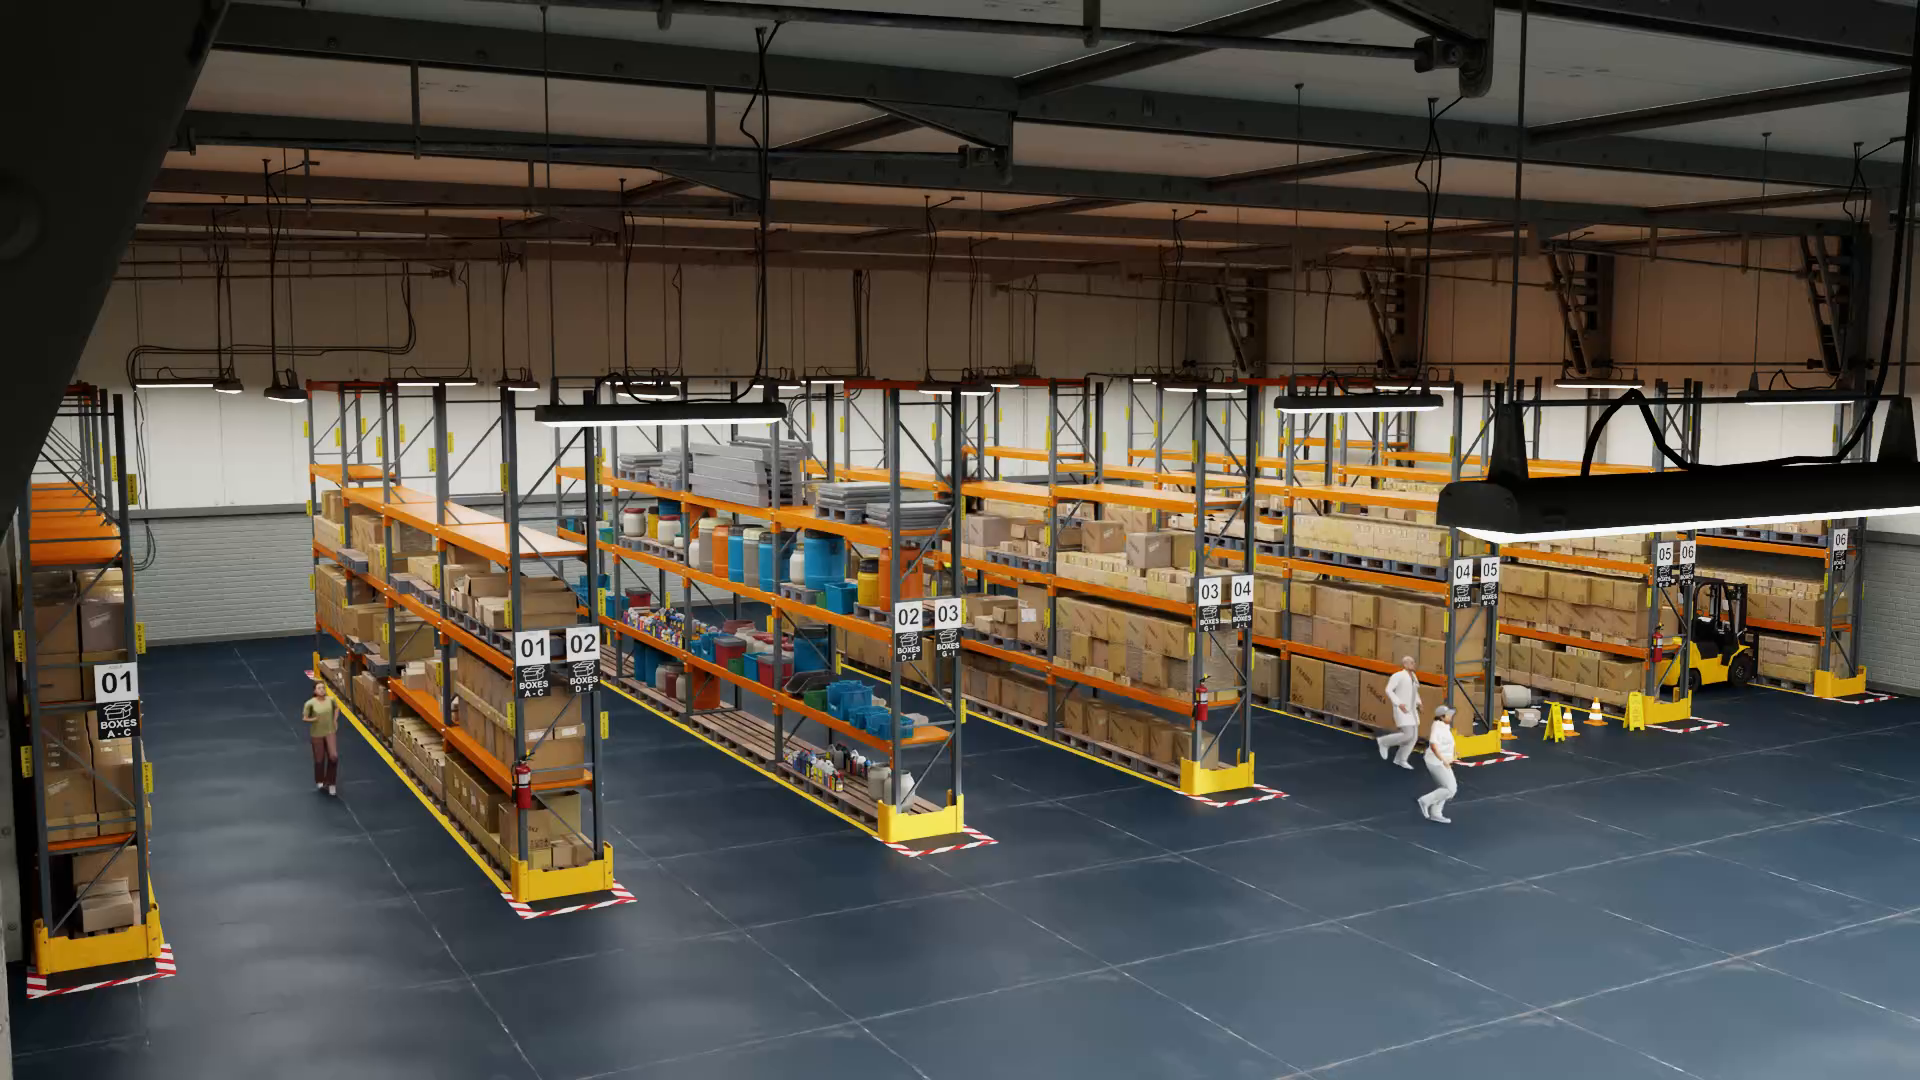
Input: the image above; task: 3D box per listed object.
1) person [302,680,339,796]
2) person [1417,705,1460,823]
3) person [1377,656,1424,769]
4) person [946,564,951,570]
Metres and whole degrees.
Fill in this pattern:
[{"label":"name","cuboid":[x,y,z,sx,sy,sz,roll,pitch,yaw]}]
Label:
[{"label":"person","cuboid":[-9.375,2.903,24.473,0.558,1.705,0.670,-4,7,-31]},{"label":"person","cuboid":[6.618,3.091,22.985,0.588,1.641,0.599,1,6,9]},{"label":"person","cuboid":[7.016,2.748,26.254,0.730,1.676,0.564,-6,8,-44]},{"label":"person","cuboid":[-0.204,1.395,38.446,0.734,1.722,0.647,-2,6,-18]}]
